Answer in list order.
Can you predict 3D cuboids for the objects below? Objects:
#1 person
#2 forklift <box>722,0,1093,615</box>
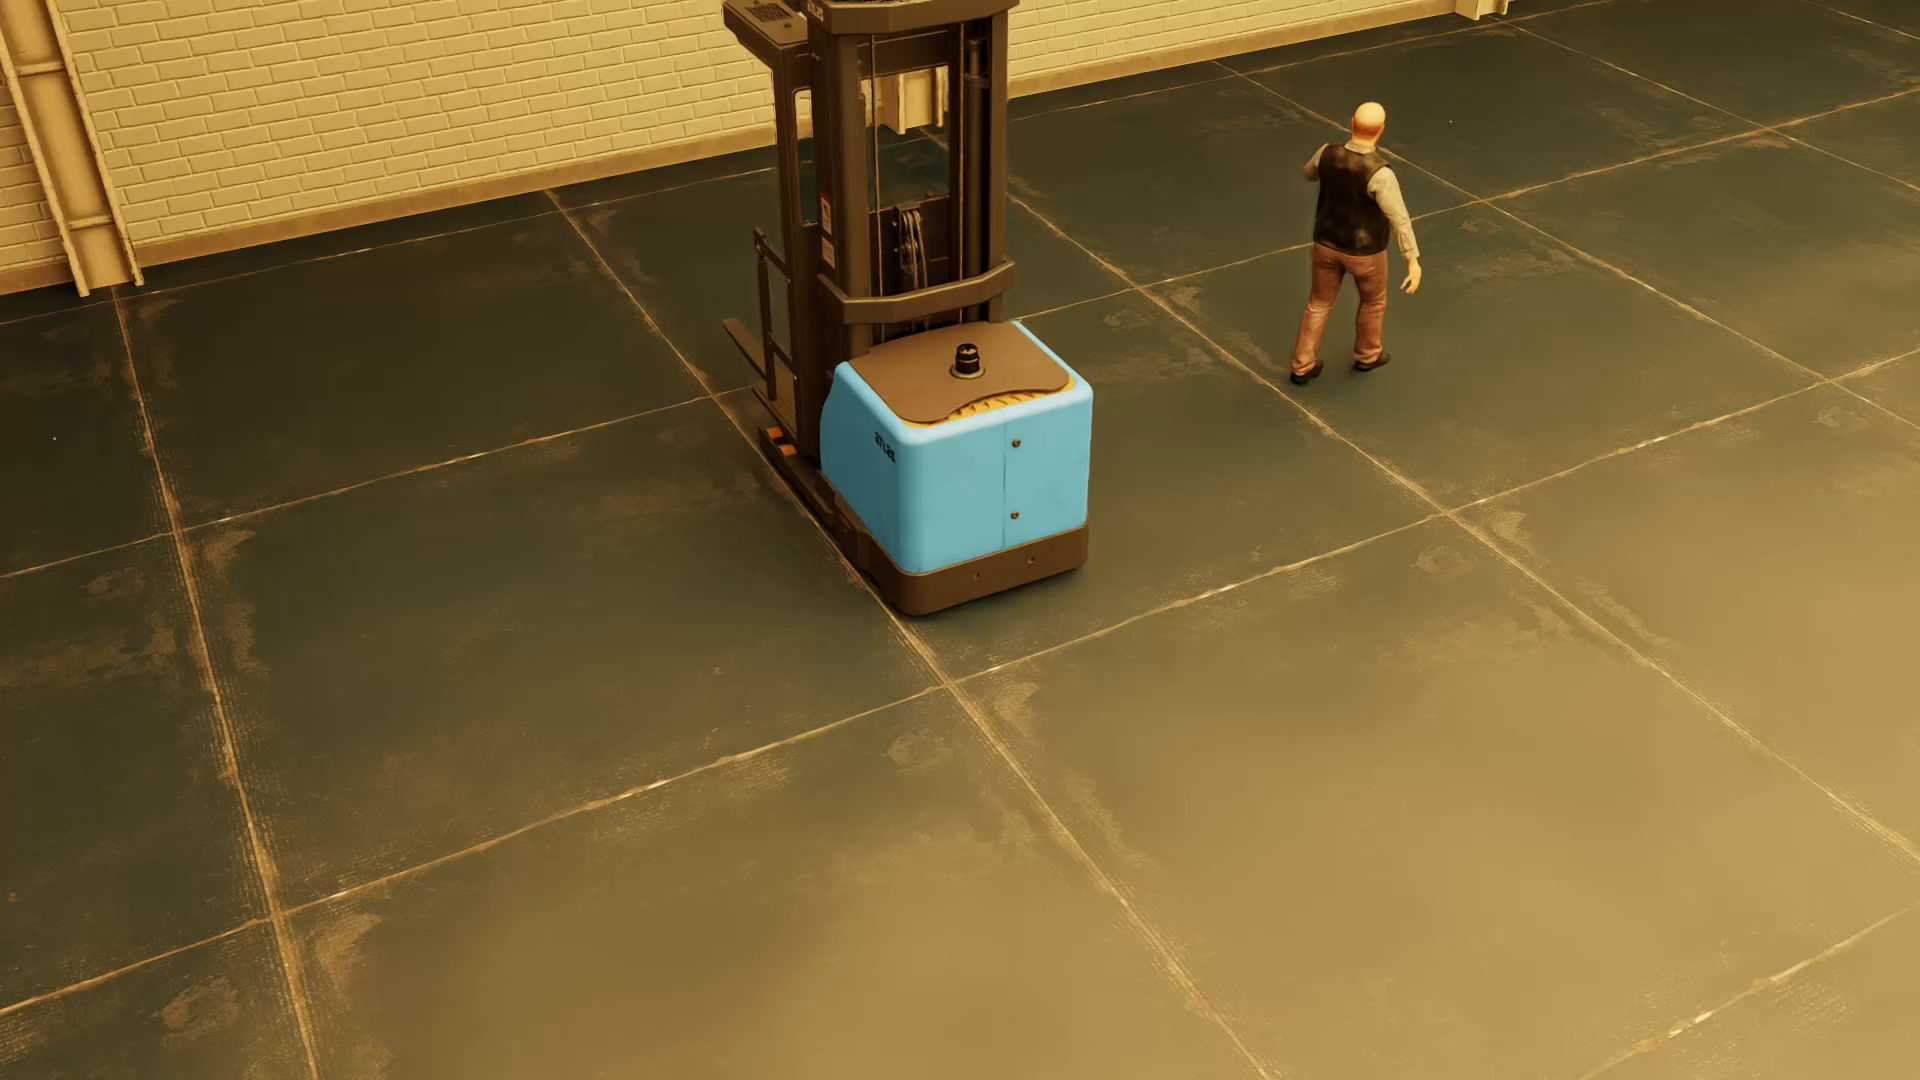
[{"bbox_3d":[2.331,-1.709,9.635,0.954,1.705,0.728,28,44,33],"label":"person"},{"bbox_3d":[-0.470,-1.670,8.485,1.130,2.935,3.031,-16,38,-22],"label":"forklift"}]
